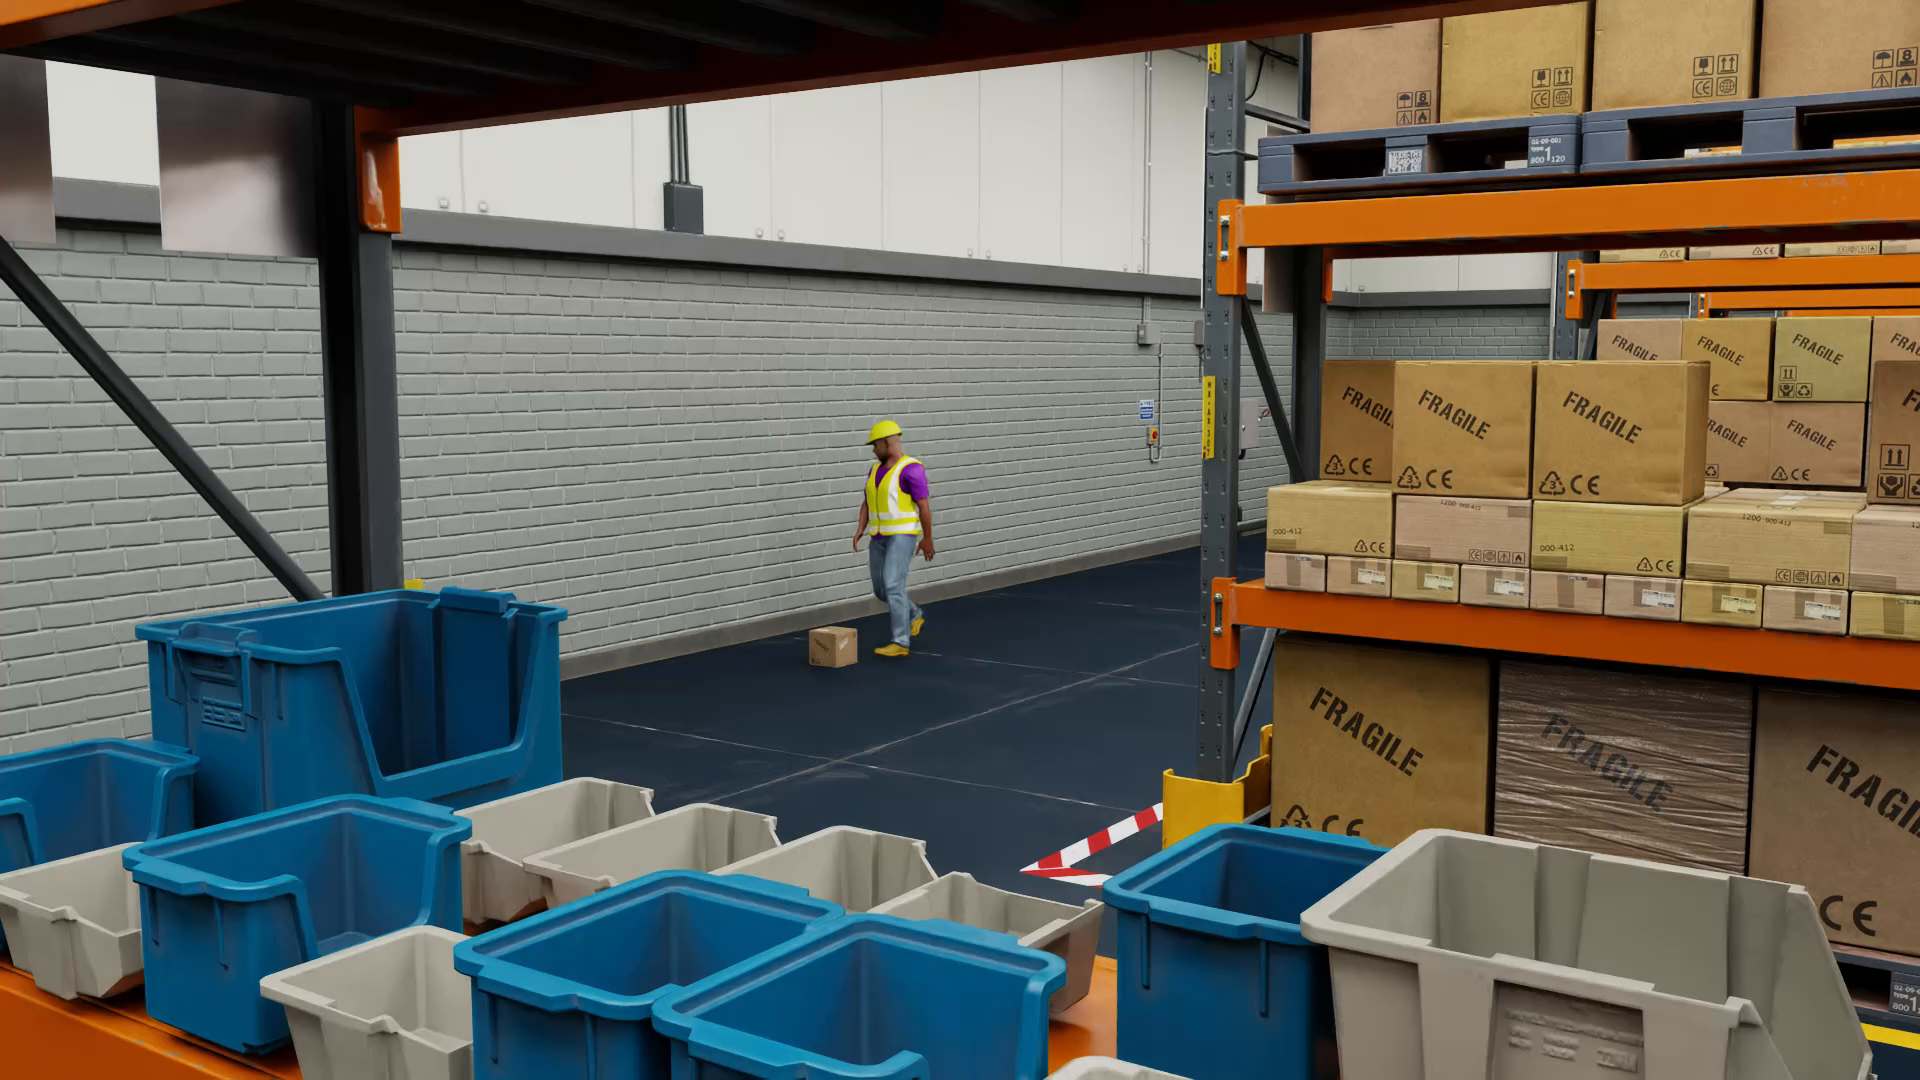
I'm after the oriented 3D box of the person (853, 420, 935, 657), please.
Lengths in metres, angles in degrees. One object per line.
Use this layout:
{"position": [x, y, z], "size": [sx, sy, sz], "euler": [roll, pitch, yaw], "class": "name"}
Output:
{"position": [-0.483, -0.030, 12.459], "size": [0.792, 1.730, 0.586], "euler": [-6, 8, -42], "class": "person"}
